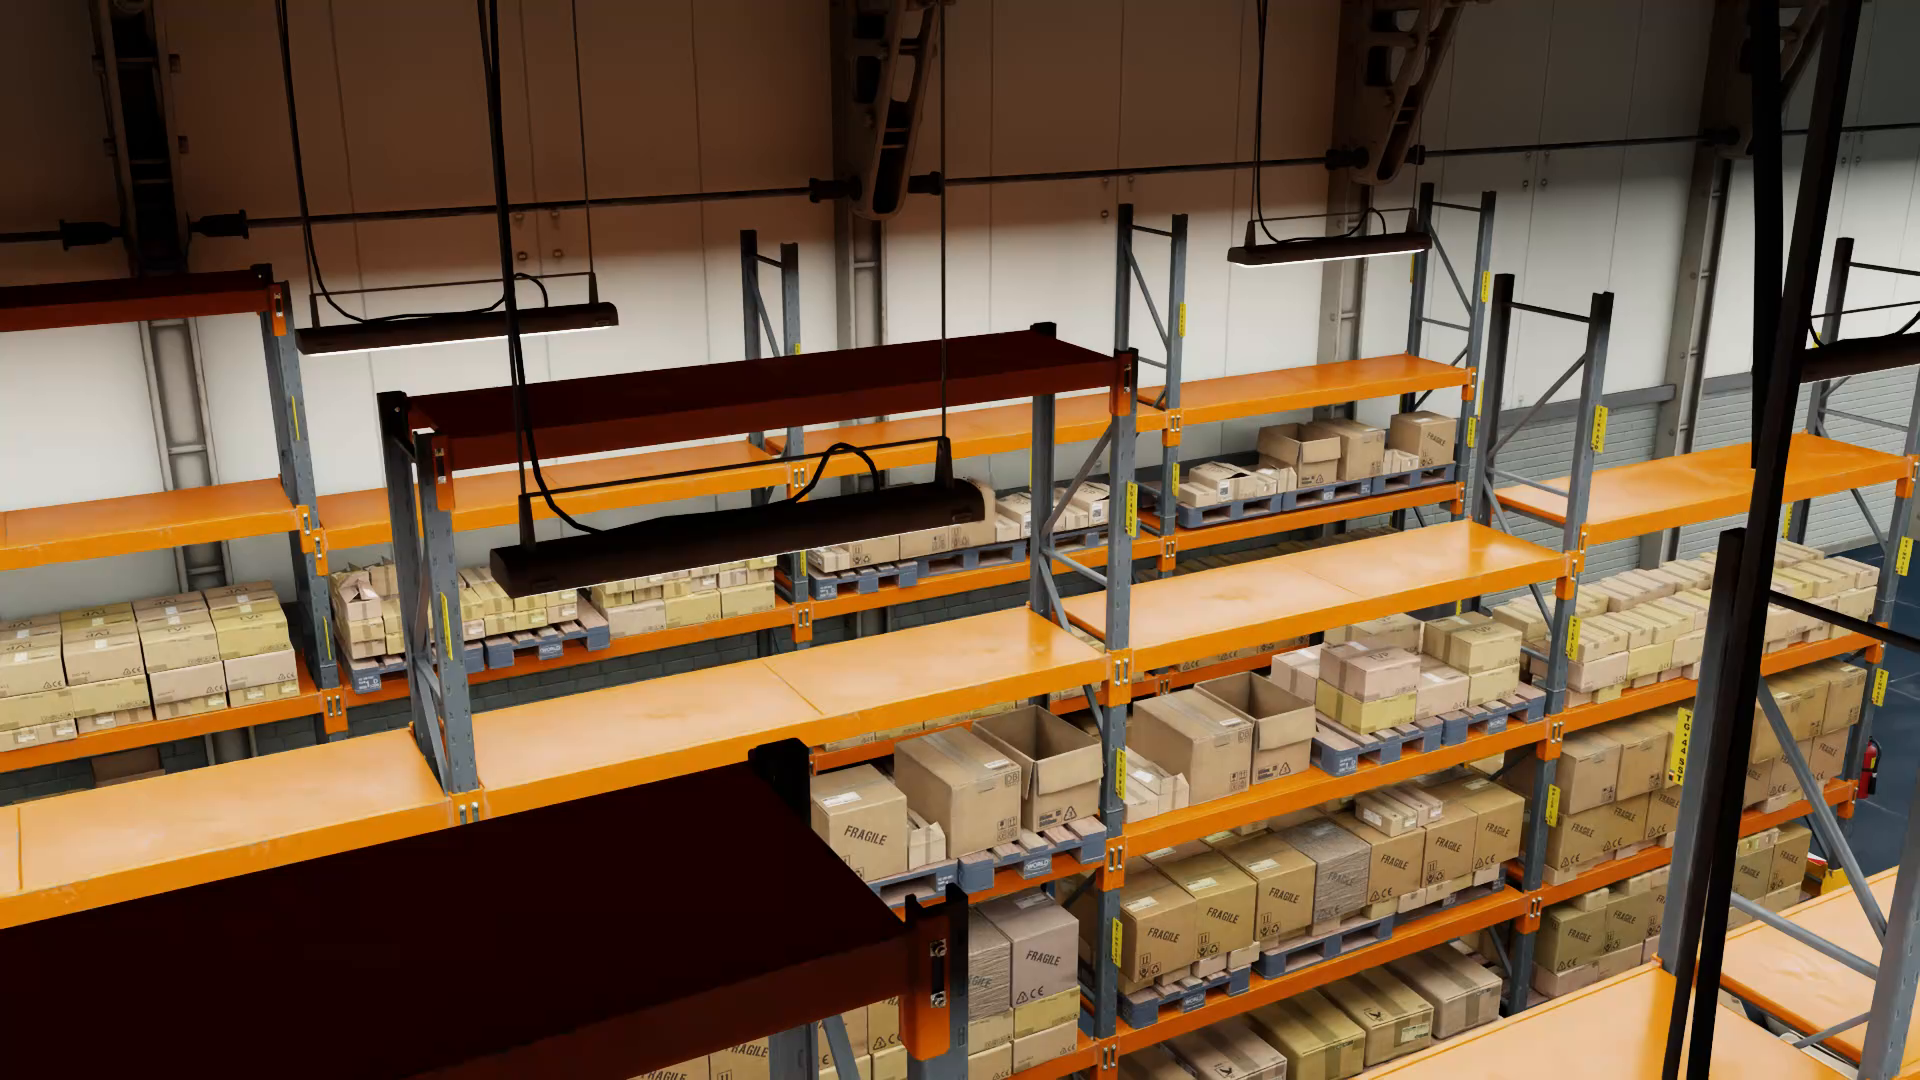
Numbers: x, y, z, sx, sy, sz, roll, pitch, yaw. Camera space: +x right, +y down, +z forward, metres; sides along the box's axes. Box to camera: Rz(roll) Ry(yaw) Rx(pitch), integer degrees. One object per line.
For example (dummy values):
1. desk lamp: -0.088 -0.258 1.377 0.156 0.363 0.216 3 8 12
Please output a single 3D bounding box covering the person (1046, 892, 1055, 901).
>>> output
1. person: 0.666 2.674 14.513 0.521 1.777 0.627 -11 21 -29
